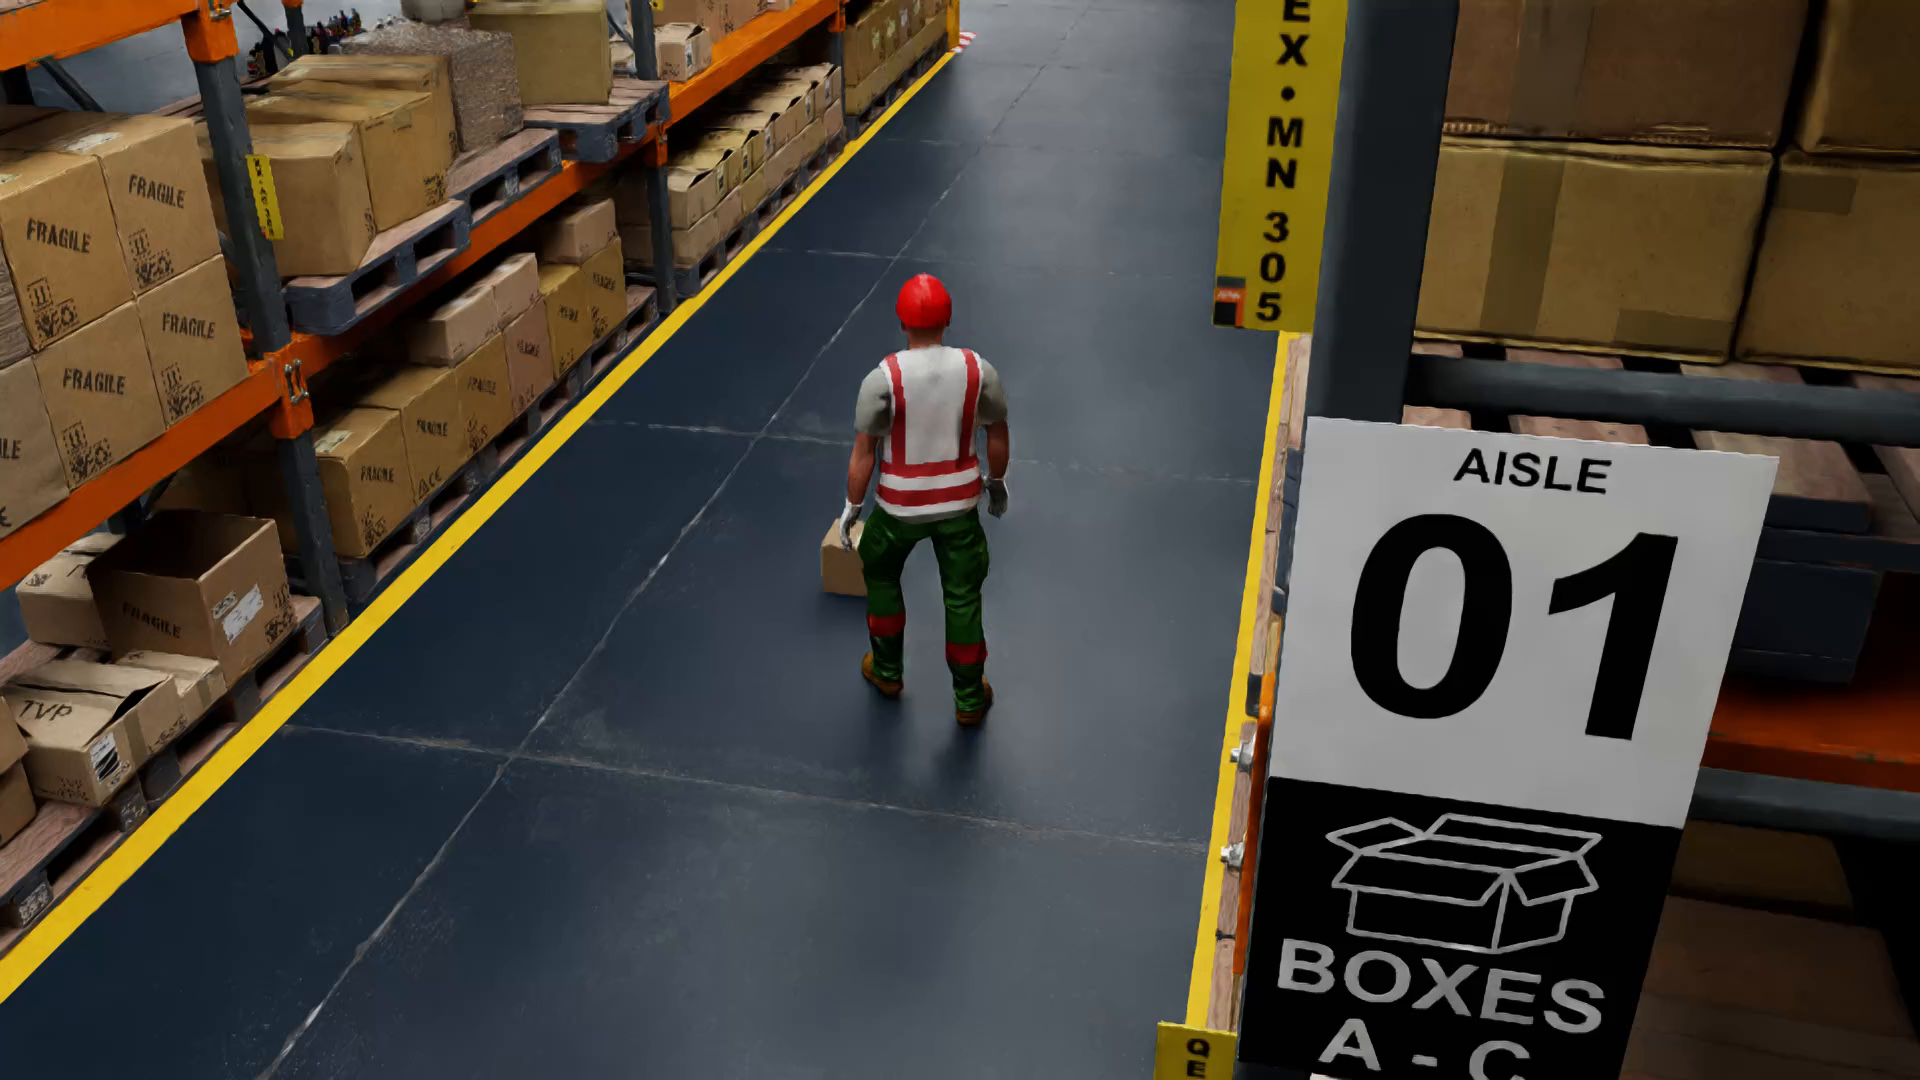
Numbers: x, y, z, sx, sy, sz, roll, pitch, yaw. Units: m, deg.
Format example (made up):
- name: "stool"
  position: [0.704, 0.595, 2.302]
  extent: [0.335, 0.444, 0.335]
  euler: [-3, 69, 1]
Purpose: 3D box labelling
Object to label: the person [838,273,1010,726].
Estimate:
- name: "person"
  position: [-0.136, -0.156, 6.371]
  extent: [0.691, 1.776, 0.549]
  euler: [-5, 29, -10]
